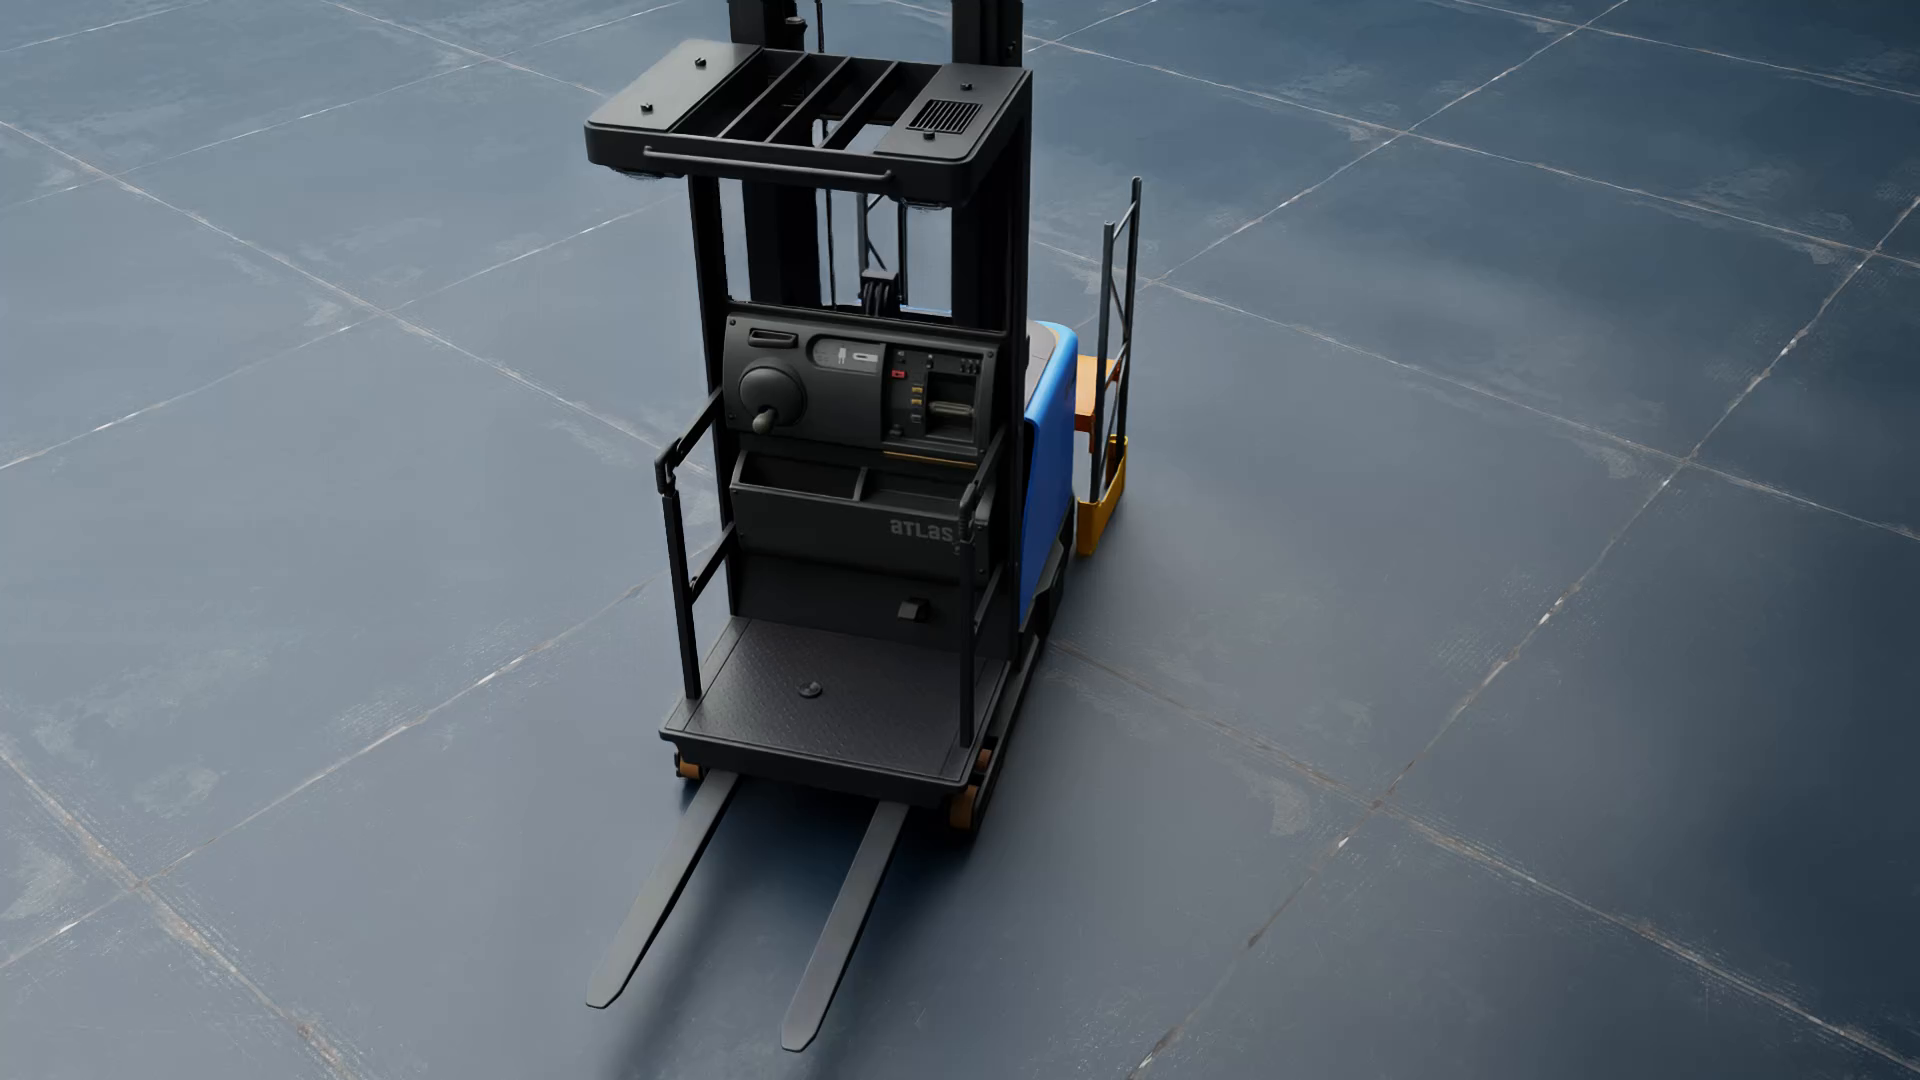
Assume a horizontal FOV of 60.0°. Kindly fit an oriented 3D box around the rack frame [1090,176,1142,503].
[{"bbox_3d":[0.645,-0.721,6.975,0.032,1.500,0.500,11,36,15],"label":"rack frame"}]

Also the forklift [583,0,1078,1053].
[{"bbox_3d":[-0.388,-0.443,5.307,1.130,2.935,3.031,9,35,12],"label":"forklift"}]

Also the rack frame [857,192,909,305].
[{"bbox_3d":[-0.319,-0.904,7.241,0.032,1.500,0.500,11,36,15],"label":"rack frame"}]

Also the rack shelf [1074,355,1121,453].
[{"bbox_3d":[0.163,-0.664,7.210,1.000,0.185,0.538,11,36,15],"label":"rack shelf"}]

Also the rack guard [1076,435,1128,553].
[{"bbox_3d":[0.627,-0.209,7.334,0.087,0.250,0.587,11,36,15],"label":"rack guard"}]

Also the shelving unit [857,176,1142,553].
[{"bbox_3d":[0.154,-0.814,7.110,1.083,1.500,0.587,11,36,15],"label":"shelving unit"}]
